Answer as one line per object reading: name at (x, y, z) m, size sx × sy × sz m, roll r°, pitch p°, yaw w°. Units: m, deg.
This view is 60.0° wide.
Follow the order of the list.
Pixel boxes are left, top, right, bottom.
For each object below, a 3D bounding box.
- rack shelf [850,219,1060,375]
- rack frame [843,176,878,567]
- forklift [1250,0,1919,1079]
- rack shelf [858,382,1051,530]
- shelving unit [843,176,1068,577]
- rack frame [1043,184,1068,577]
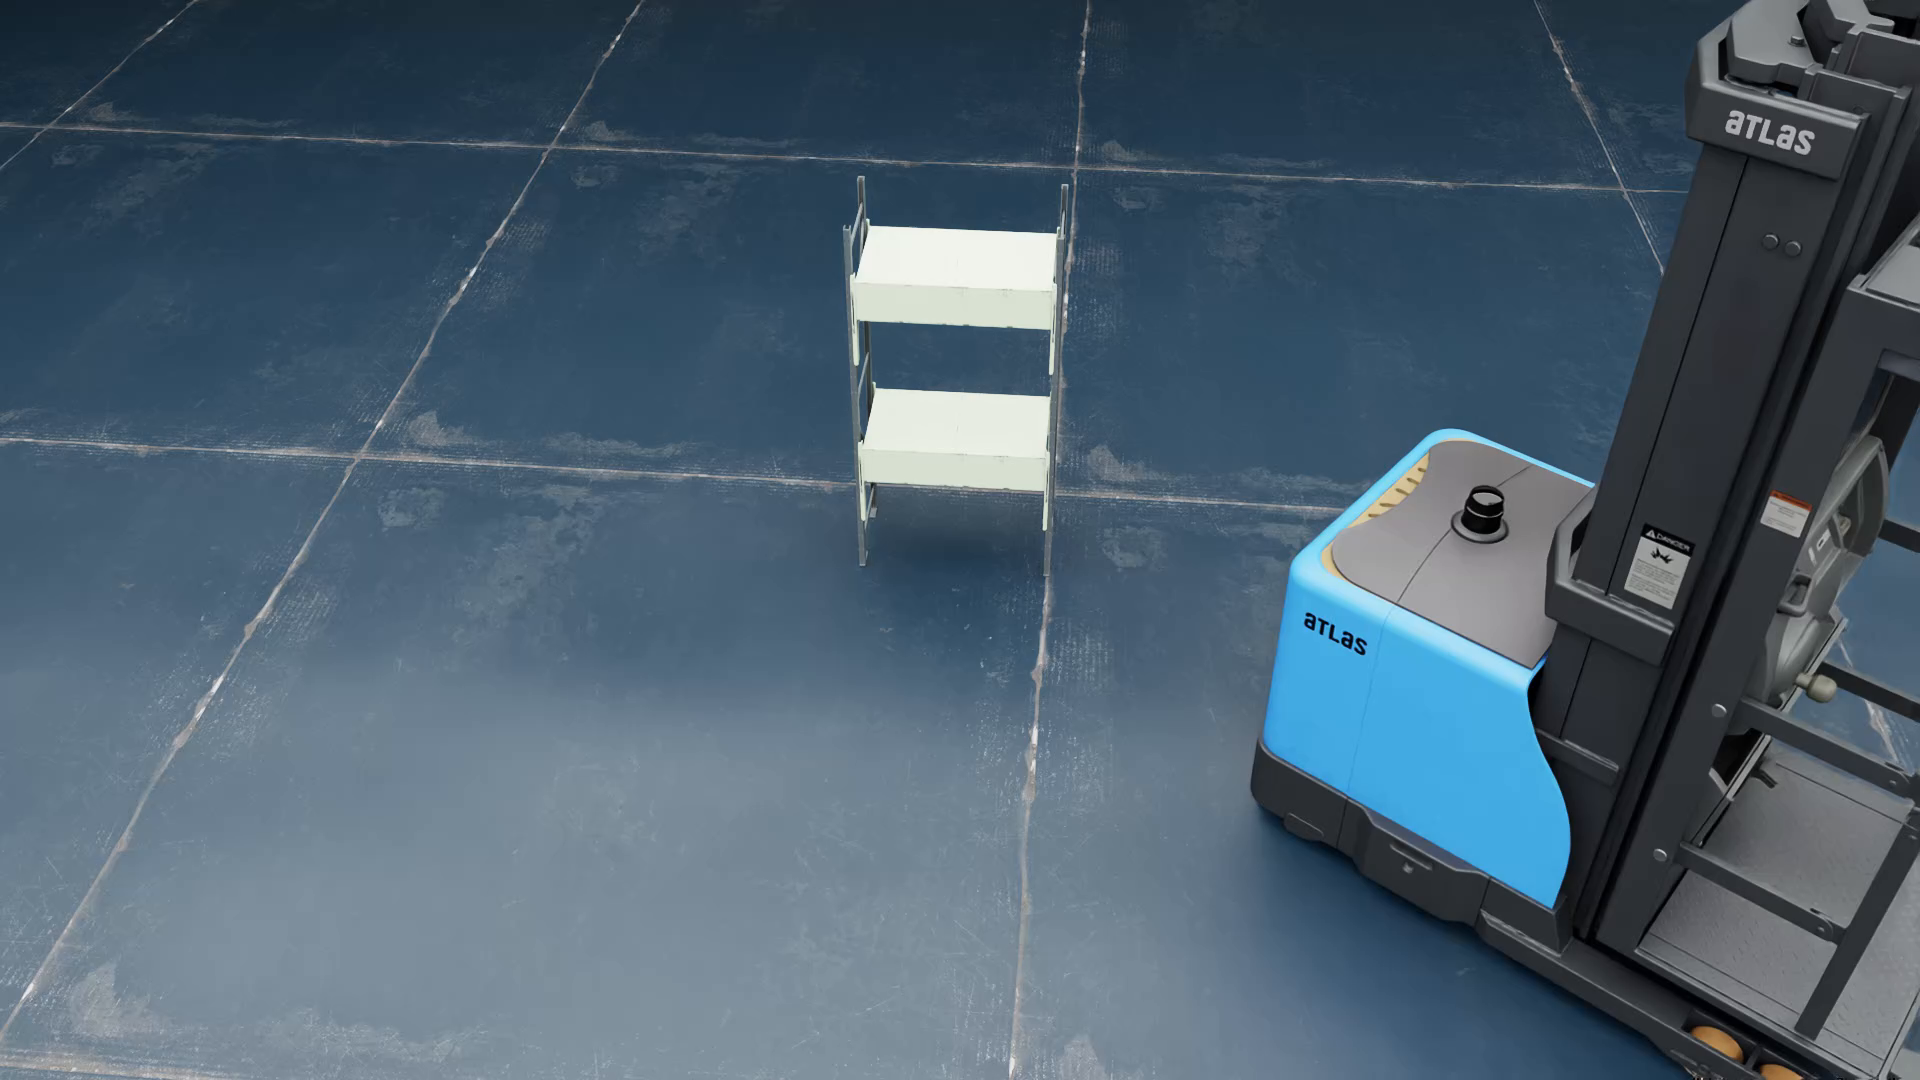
rack shelf at (-0.007, -0.885, 6.031) m, size 0.720 × 0.370 × 0.431 m, roll 3°, pitch 39°, yaw 4°
rack frame at (-0.371, -0.602, 6.301) m, size 0.023 × 1.500 × 0.400 m, roll 3°, pitch 39°, yaw 4°
forklift at (2.426, 0.137, 4.260) m, size 3.031 × 2.935 × 1.130 m, roll 28°, pitch 47°, yaw 30°
rack shelf at (-0.007, -0.329, 6.483) m, size 0.720 × 0.370 × 0.431 m, roll 3°, pitch 39°, yaw 4°
shelving unit at (-0.007, -0.582, 6.277) m, size 0.755 × 1.500 × 0.431 m, roll 3°, pitch 39°, yaw 4°
rack frame at (0.358, -0.562, 6.252) m, size 0.023 × 1.500 × 0.400 m, roll 3°, pitch 39°, yaw 4°
